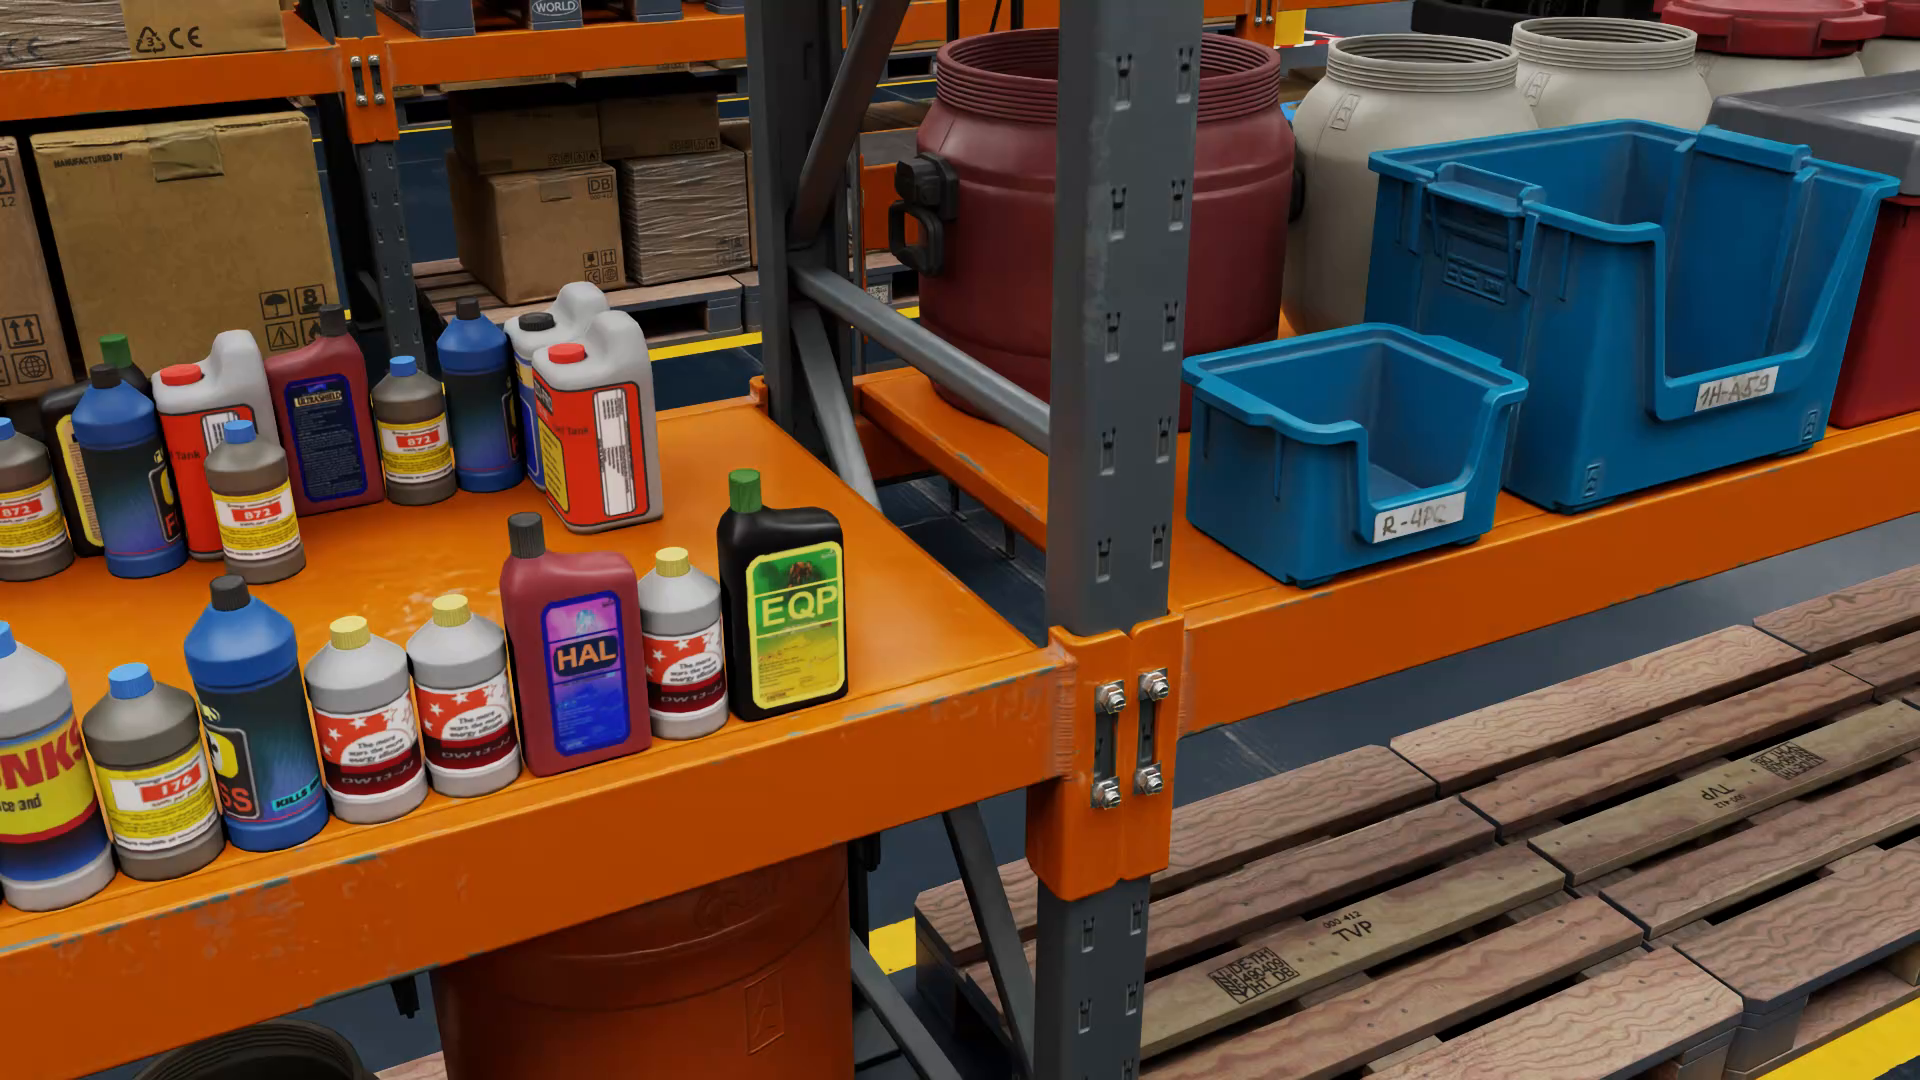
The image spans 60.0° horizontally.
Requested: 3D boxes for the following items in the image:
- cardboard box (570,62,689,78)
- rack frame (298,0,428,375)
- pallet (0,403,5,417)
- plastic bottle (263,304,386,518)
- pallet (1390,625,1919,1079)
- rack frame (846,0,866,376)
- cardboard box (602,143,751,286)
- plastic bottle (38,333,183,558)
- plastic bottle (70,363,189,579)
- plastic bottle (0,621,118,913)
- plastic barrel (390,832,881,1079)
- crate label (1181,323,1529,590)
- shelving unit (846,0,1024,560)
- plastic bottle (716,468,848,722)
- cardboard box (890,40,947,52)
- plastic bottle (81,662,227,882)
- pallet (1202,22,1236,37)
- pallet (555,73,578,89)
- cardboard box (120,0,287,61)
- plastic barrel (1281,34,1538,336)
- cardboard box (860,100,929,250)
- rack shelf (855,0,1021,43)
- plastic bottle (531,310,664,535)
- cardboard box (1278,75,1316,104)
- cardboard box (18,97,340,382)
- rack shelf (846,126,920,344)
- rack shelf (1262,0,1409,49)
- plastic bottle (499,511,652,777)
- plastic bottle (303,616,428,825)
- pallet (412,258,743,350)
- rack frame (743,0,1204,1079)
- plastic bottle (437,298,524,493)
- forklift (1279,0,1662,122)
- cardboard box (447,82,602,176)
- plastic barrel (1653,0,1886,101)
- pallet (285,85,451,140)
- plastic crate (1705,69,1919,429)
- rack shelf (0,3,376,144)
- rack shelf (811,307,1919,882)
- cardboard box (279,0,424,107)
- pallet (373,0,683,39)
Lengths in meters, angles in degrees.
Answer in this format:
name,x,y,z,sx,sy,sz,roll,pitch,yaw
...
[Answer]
name,x,y,z,sx,sy,sz,roll,pitch,yaw
cardboard box,-2.441,-3.686,11.577,0.750,0.750,1.050,-13,29,-25
rack frame,-2.367,-2.138,6.237,0.127,3.000,1.000,-13,29,-25
pallet,-4.174,-0.502,6.052,1.213,0.211,1.003,-13,29,-25
plastic bottle,-0.882,-0.179,2.292,0.133,0.283,0.061,-13,29,-25
pallet,1.740,0.621,3.712,1.213,0.211,1.003,-13,29,-25
rack frame,-0.361,-0.863,4.622,0.015,2.100,0.400,-13,29,-25
cardboard box,-1.302,-1.471,7.228,0.500,0.500,0.700,-16,30,-29
plastic bottle,-1.119,-0.125,2.179,0.133,0.283,0.061,-13,29,-25
plastic bottle,-1.066,-0.093,2.126,0.097,0.271,0.097,0,26,0
plastic bottle,-0.851,0.200,1.516,0.097,0.271,0.097,0,26,0
plastic barrel,-0.460,0.649,2.455,0.708,0.830,0.600,-13,29,-25
crate label,0.511,-0.113,2.214,0.416,0.233,0.303,-13,29,-25
shelving unit,-0.146,-0.913,4.725,0.503,2.100,0.431,-13,29,-25
plastic bottle,-0.193,0.052,1.811,0.133,0.283,0.061,-13,29,-25
cardboard box,-0.495,-4.200,12.502,0.875,0.875,0.875,-13,28,-24
plastic bottle,-0.765,0.212,1.573,0.097,0.201,0.097,0,26,0
pallet,1.778,-4.232,13.821,1.213,0.211,1.003,-13,29,-25
pallet,-2.806,-3.174,11.617,1.213,0.211,1.003,-13,29,-25
cardboard box,-2.686,-1.988,5.808,0.500,0.500,0.500,-12,28,-24
plastic barrel,0.770,-0.587,2.879,0.421,0.512,0.421,0,26,0
cardboard box,-0.313,-1.703,7.711,0.500,0.500,0.700,-16,30,-29
rack shelf,-0.146,-1.532,4.428,0.480,0.518,0.431,-13,29,-25
plastic bottle,-0.499,-0.167,2.276,0.135,0.276,0.152,-13,29,-25
cardboard box,1.534,-2.081,8.521,0.500,0.500,0.500,-14,29,-27
cardboard box,-2.986,-1.236,6.329,0.875,0.875,1.225,-14,29,-27
rack shelf,-0.146,-0.901,4.731,0.480,0.518,0.431,-13,29,-25
rack shelf,2.927,-3.035,8.937,4.000,0.370,1.077,-13,29,-25
plastic bottle,-0.397,0.099,1.713,0.133,0.283,0.061,-13,29,-25
plastic bottle,-0.593,0.172,1.655,0.097,0.201,0.097,0,26,0
pallet,-1.677,-1.039,7.170,1.213,0.211,1.003,-13,29,-25
rack frame,-0.037,-0.246,2.297,0.127,3.000,1.000,-13,29,-25
plastic bottle,-0.686,-0.210,2.371,0.097,0.271,0.097,0,26,0
forklift,2.585,-2.142,6.326,3.031,2.935,1.130,-17,31,-31
cardboard box,-1.790,-1.695,6.828,0.500,0.250,0.500,-12,28,-23
plastic barrel,1.516,-0.773,3.238,0.433,0.535,0.433,0,26,0
pallet,-3.881,-2.927,11.103,1.213,0.211,1.003,-13,29,-25
plastic crate,1.533,-0.487,2.725,0.583,0.464,0.402,-13,29,-25
rack shelf,-4.132,-1.406,5.544,4.000,0.370,1.077,-13,29,-25
rack shelf,1.728,-0.329,3.301,4.000,0.370,1.077,-13,29,-25
cardboard box,-4.033,-3.317,10.808,0.750,0.750,1.050,-13,29,-26
pallet,-1.789,-2.237,6.665,1.003,0.211,1.213,-13,29,-25
